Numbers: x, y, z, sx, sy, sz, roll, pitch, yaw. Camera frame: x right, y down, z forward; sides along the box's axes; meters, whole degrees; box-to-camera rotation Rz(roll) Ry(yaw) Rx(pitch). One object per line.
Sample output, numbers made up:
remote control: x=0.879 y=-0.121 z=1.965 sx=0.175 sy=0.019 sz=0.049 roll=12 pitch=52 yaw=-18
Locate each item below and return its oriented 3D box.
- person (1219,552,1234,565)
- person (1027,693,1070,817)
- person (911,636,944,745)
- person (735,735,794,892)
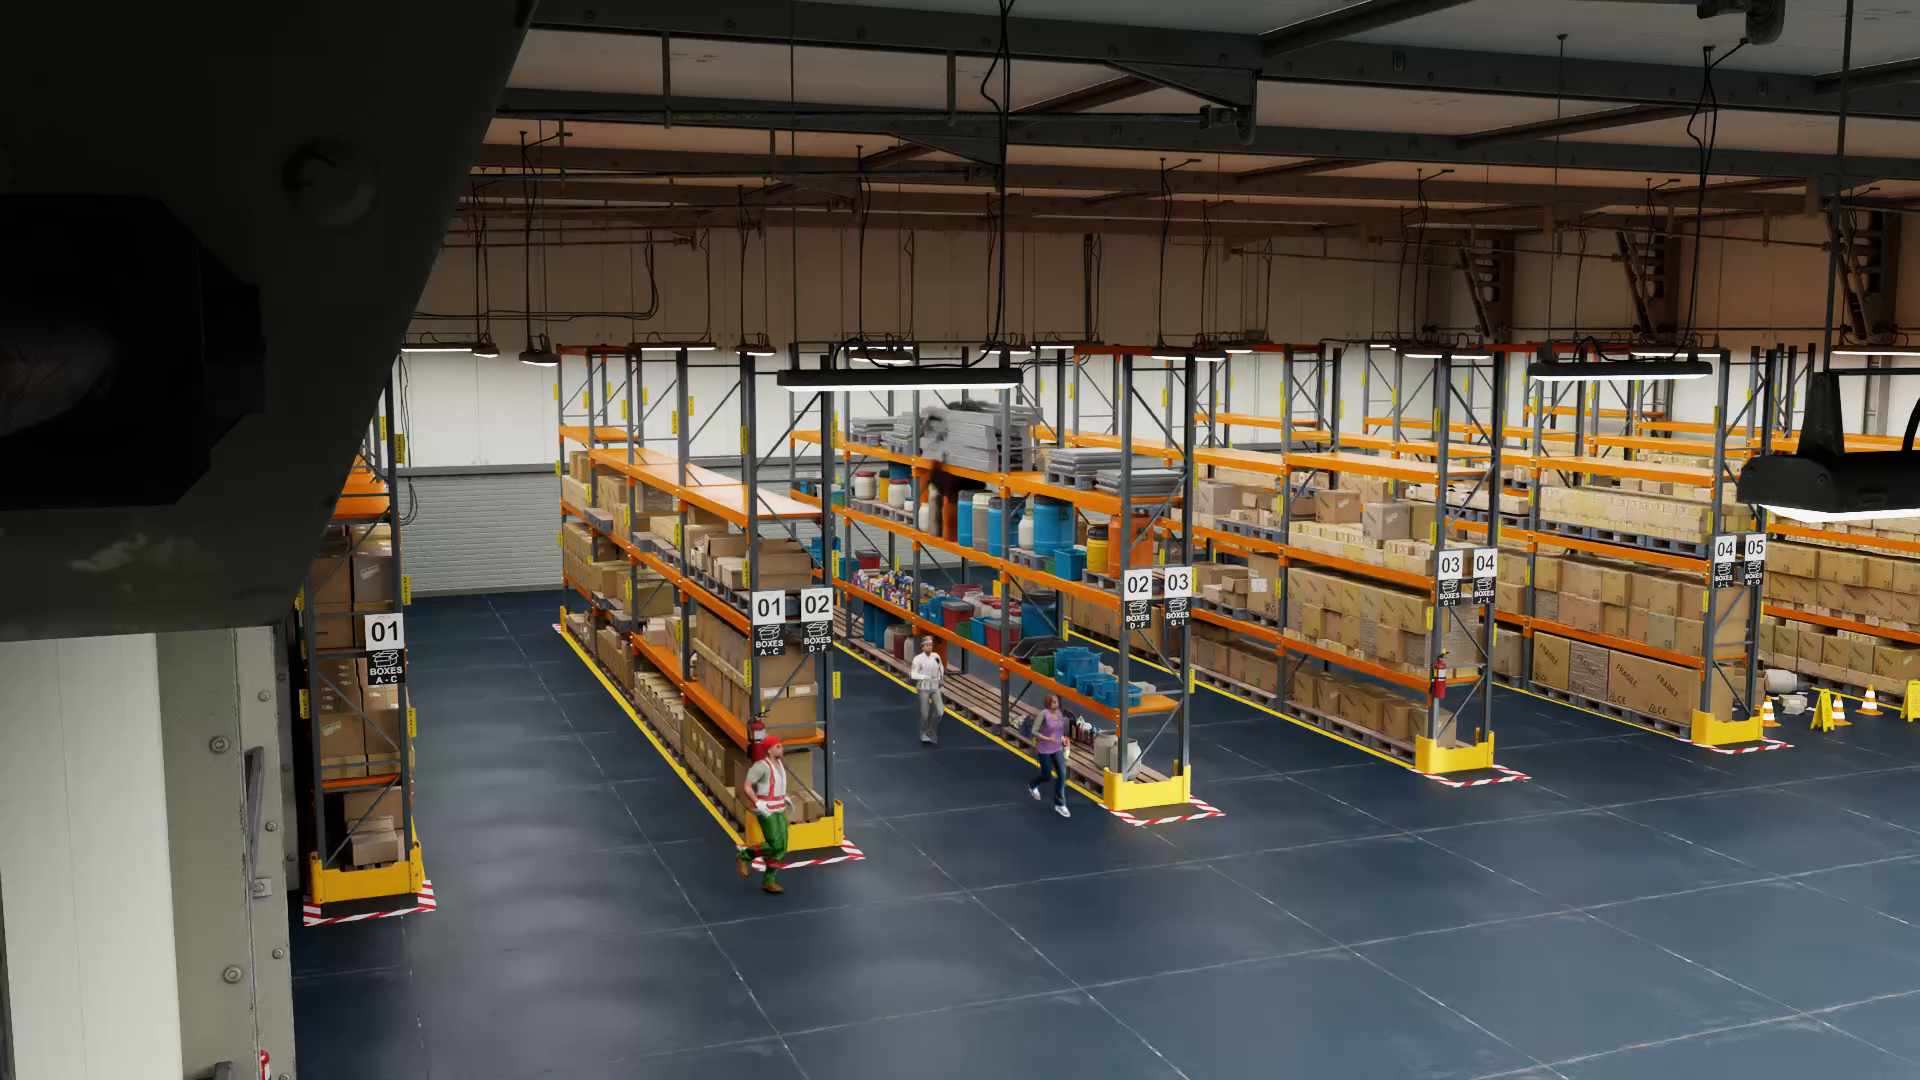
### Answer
person: x=6.884 y=0.153 z=42.483 sx=0.600 sy=1.621 sz=0.602 roll=-5 pitch=9 yaw=-33
person: x=1.160 y=2.783 z=21.866 sx=0.573 sy=1.601 sz=0.817 roll=-5 pitch=9 yaw=-34
person: x=-0.451 y=2.293 z=25.300 sx=0.595 sy=1.695 sz=0.619 roll=-3 pitch=8 yaw=-21
person: x=-2.178 y=3.082 z=18.991 sx=0.619 sy=1.723 sz=0.714 roll=3 pitch=8 yaw=25
